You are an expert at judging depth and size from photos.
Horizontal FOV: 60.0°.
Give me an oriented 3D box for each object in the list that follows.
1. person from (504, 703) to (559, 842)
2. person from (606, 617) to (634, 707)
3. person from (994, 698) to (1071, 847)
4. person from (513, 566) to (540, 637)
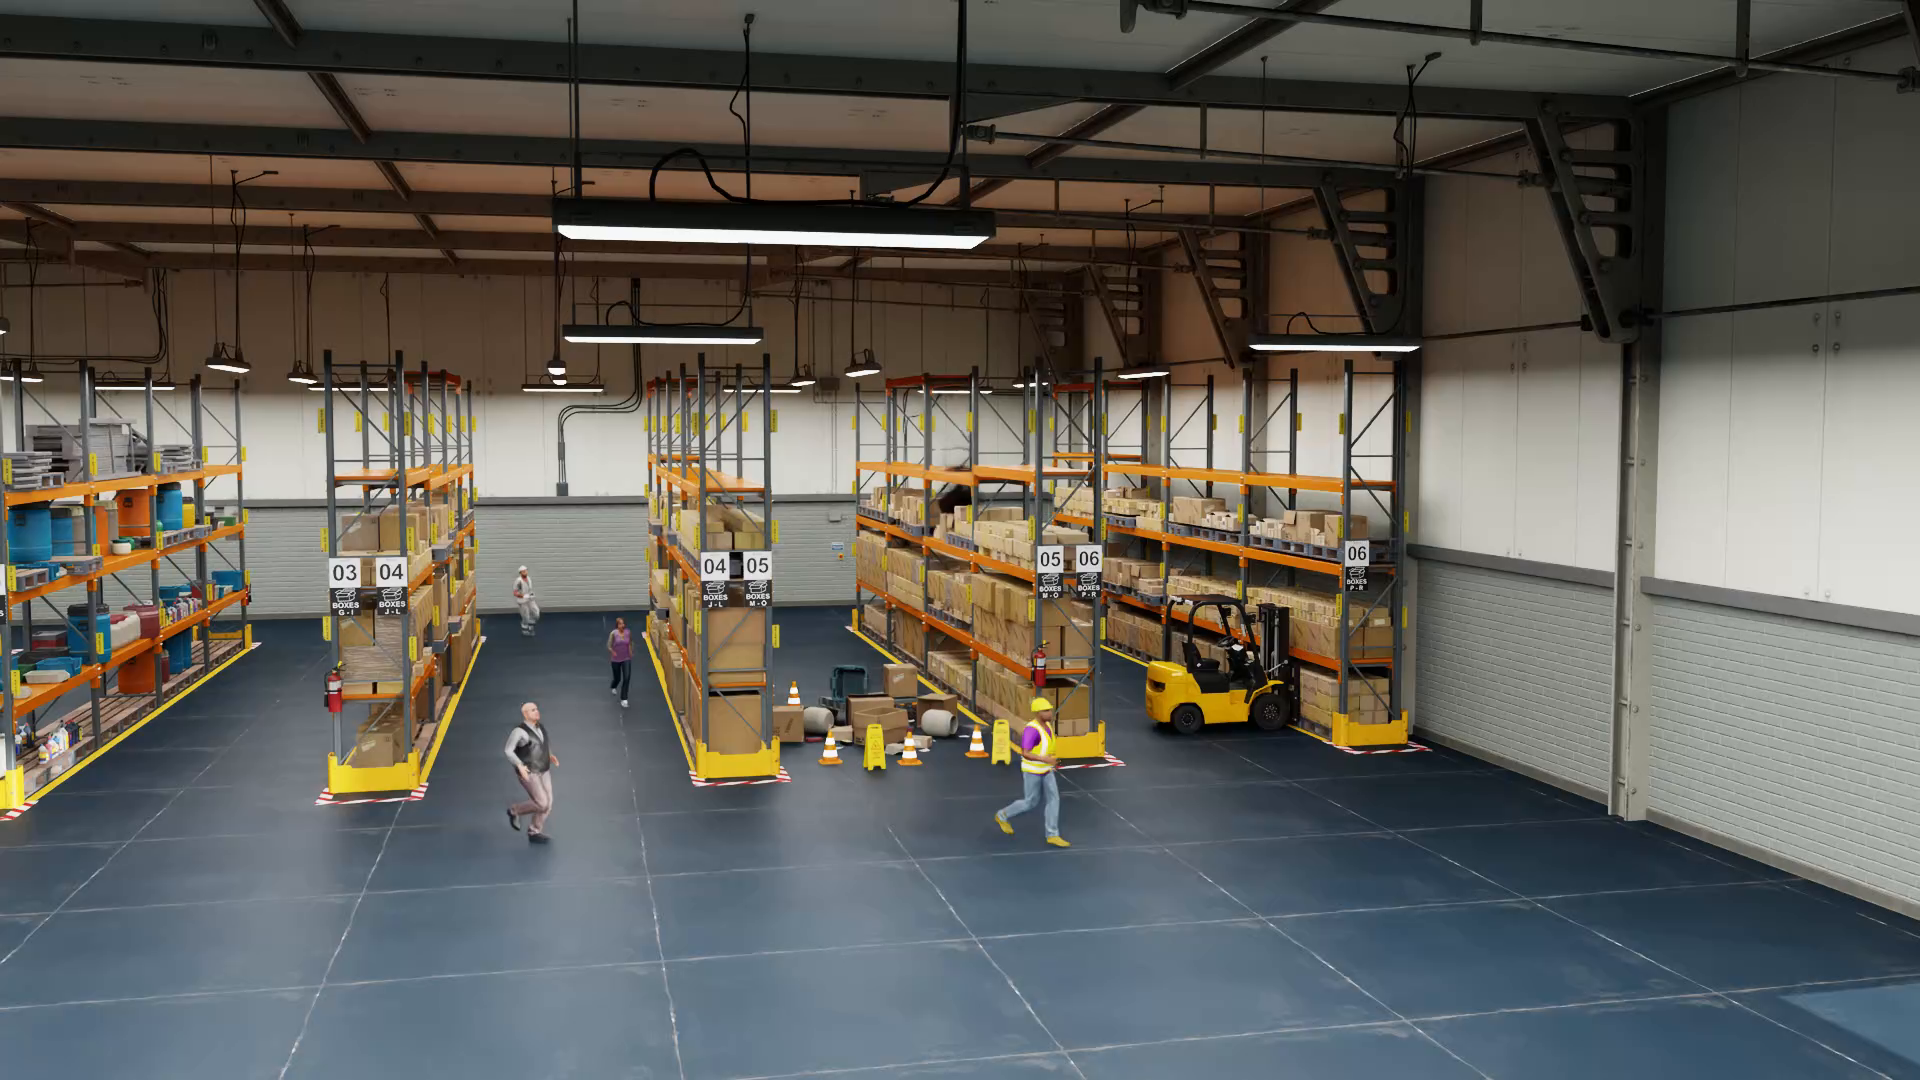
[{"bbox_3d":[-5.131,2.789,19.971,0.573,1.674,0.673,2,4,25],"label":"person"},{"bbox_3d":[-6.059,2.151,29.670,0.525,1.582,0.822,-2,4,-24],"label":"person"},{"bbox_3d":[0.873,2.744,19.778,0.957,1.755,0.682,2,5,30],"label":"person"},{"bbox_3d":[-10.168,1.445,38.860,0.618,1.714,0.748,3,5,32],"label":"person"}]
